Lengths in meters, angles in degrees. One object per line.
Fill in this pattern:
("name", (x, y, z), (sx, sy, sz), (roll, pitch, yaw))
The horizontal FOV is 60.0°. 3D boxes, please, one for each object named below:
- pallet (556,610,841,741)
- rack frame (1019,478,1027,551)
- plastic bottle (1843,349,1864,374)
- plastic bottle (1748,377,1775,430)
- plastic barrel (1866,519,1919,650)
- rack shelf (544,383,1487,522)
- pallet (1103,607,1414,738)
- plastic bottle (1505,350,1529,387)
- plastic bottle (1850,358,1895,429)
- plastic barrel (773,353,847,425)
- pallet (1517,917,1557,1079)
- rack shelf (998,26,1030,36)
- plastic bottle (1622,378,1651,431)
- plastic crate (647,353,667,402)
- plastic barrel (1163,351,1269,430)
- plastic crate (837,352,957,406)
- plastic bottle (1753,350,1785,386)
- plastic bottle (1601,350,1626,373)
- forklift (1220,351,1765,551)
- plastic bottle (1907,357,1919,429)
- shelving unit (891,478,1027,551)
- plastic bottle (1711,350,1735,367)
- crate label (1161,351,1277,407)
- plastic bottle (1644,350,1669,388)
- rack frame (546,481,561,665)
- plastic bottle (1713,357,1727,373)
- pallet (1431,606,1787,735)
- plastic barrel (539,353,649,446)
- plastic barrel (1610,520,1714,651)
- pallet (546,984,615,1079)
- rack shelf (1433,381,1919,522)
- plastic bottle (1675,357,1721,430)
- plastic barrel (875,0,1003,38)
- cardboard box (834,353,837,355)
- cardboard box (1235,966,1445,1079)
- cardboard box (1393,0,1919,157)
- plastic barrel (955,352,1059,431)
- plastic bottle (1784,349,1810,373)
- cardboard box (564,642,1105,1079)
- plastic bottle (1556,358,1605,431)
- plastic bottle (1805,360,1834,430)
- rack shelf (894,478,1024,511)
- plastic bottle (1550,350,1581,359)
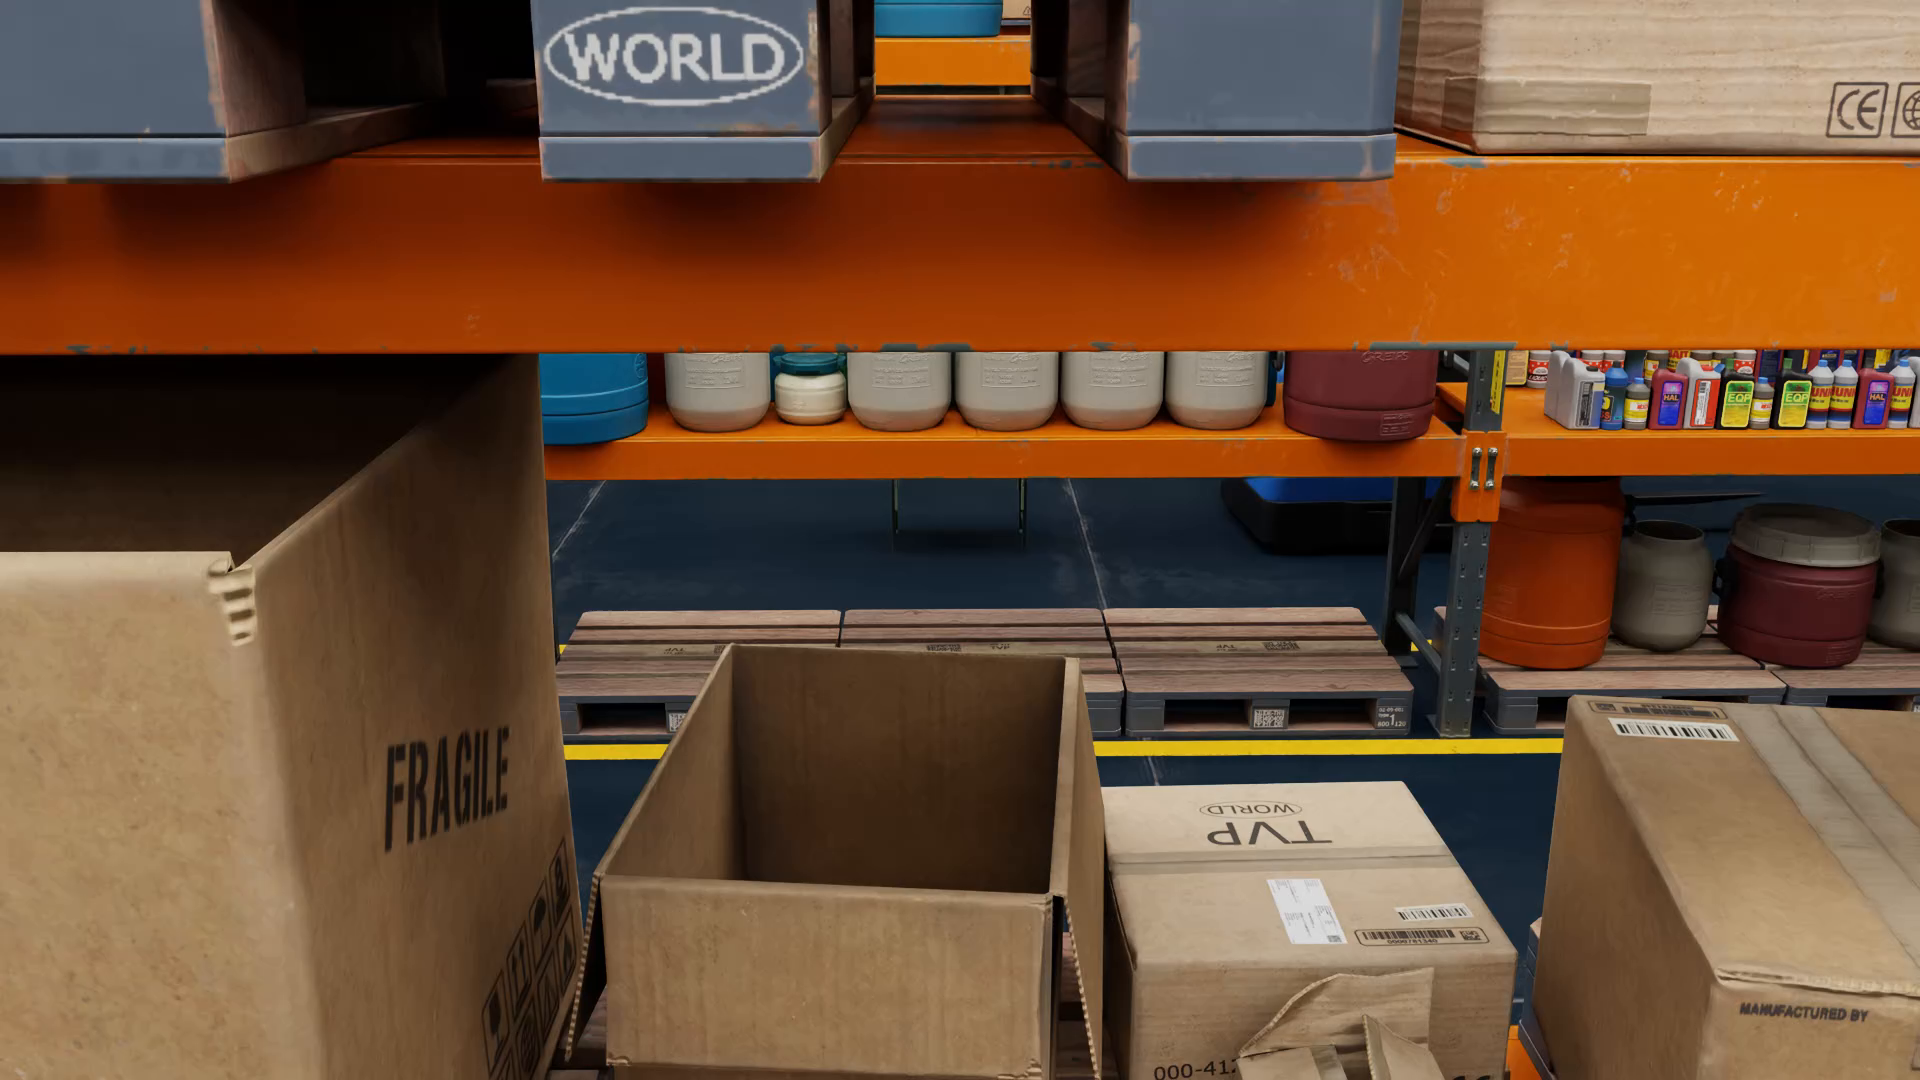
("pallet", (-1.153, 0.584, 7.381), (1.213, 0.211, 1.003), (0, 18, -1))
("rack frame", (0.359, -0.716, 9.324), (0.023, 1.500, 0.400), (0, 18, -1))
("plastic bottle", (3.922, -0.813, 7.361), (0.133, 0.283, 0.061), (0, 18, -1))
("plastic bottle", (3.212, -0.551, 6.680), (0.097, 0.201, 0.097), (0, 18, 0))
("plastic barrel", (4.243, 0.194, 7.417), (0.421, 0.512, 0.421), (0, 18, 0))
("rack shelf", (0.062, -0.395, 7.047), (4.000, 0.370, 1.077), (0, 18, -1))
("pallet", (1.287, 0.572, 7.418), (1.213, 0.211, 1.003), (0, 18, -1))
("plastic bottle", (2.460, -0.824, 7.397), (0.133, 0.283, 0.061), (0, 18, -1))
("plastic bottle", (3.656, -0.587, 6.657), (0.133, 0.283, 0.061), (0, 18, -1))
("plastic barrel", (-0.612, -0.622, 6.802), (0.301, 0.262, 0.301), (0, 18, 0))
("pallet", (1.429, 0.893, 2.168), (1.003, 0.211, 1.213), (0, 18, -1))
("rack shelf", (-0.012, -3.336, 11.304), (4.000, 0.370, 1.077), (0, 18, -1))
("plastic bottle", (2.714, -0.549, 6.673), (0.097, 0.201, 0.097), (0, 18, 0))
("plastic crate", (-1.458, -0.854, 7.195), (0.583, 0.464, 0.402), (0, 18, -1))
("plastic barrel", (1.037, -0.730, 6.731), (0.421, 0.512, 0.421), (0, 18, 0))
("plastic crate", (-0.201, -0.722, 7.234), (0.662, 0.188, 0.450), (0, 18, -1))
("plastic bottle", (3.603, -0.830, 7.414), (0.133, 0.283, 0.061), (0, 18, -1))
("plastic bottle", (2.904, -0.782, 7.399), (0.097, 0.201, 0.097), (0, 18, 0))
("forklift", (3.135, -1.505, 9.441), (3.031, 2.935, 1.130), (-2, 18, -6))
("plastic bottle", (3.887, -0.598, 6.705), (0.135, 0.276, 0.152), (0, 18, -1))
("shelving unit", (-0.007, -0.714, 9.318), (0.755, 1.500, 0.431), (0, 18, -1))
("plastic bottle", (3.390, -0.784, 7.406), (0.097, 0.201, 0.097), (0, 18, 0))
("crate label", (1.064, -0.842, 7.204), (0.616, 0.435, 0.502), (0, 18, -1))
("plastic bottle", (3.098, -0.783, 7.402), (0.097, 0.201, 0.097), (0, 18, 0))
("rack frame", (-1.937, -0.728, 6.907), (0.127, 3.000, 1.000), (0, 18, -1))
("plastic bottle", (3.078, -0.602, 6.726), (0.097, 0.271, 0.097), (0, 18, 0))
("pallet", (2.850, 0.564, 7.444), (1.213, 0.211, 1.003), (0, 18, -1))
("plastic barrel", (-1.546, -0.876, 6.547), (0.708, 0.901, 0.600), (0, 18, -1))
("plastic barrel", (3.114, 0.200, 7.400), (0.421, 0.512, 0.421), (0, 18, 0))
("pallet", (-1.093, 0.917, 2.093), (1.213, 0.211, 1.003), (0, 18, -1))
("rack shelf", (4.062, -0.414, 7.107), (4.000, 0.370, 1.077), (0, 18, -1))
("plastic bottle", (2.962, -0.594, 6.691), (0.135, 0.276, 0.152), (0, 18, -1))
("plastic barrel", (-0.124, -2.470, 6.606), (0.708, 0.901, 0.600), (0, 18, -1))
("cardboard box", (-1.094, -1.325, 11.664), (0.500, 0.311, 0.500), (0, 18, -2))
("cardboard box", (0.477, 0.720, 1.925), (0.258, 0.266, 0.396), (-1, 18, -2))
("cardboard box", (0.671, -0.506, 1.550), (0.500, 0.250, 0.500), (0, 18, 1))
("plastic barrel", (0.189, -0.736, 6.709), (0.433, 0.535, 0.433), (0, 18, 0))
("plastic bottle", (3.762, -0.850, 7.366), (0.185, 0.351, 0.144), (0, 18, -1))
("cardboard box", (-0.127, 0.499, 2.225), (0.637, 0.503, 0.797), (2, 18, 5))
("plastic bottle", (2.500, -0.592, 6.684), (0.135, 0.276, 0.152), (0, 18, -1))
("plastic bottle", (3.443, -0.586, 6.673), (0.097, 0.271, 0.097), (0, 18, 0))
("rack shelf", (-0.007, -0.404, 9.418), (0.720, 0.370, 0.431), (0, 18, -1))
("plastic bottle", (2.691, -0.825, 7.400), (0.133, 0.283, 0.061), (0, 18, -1))
